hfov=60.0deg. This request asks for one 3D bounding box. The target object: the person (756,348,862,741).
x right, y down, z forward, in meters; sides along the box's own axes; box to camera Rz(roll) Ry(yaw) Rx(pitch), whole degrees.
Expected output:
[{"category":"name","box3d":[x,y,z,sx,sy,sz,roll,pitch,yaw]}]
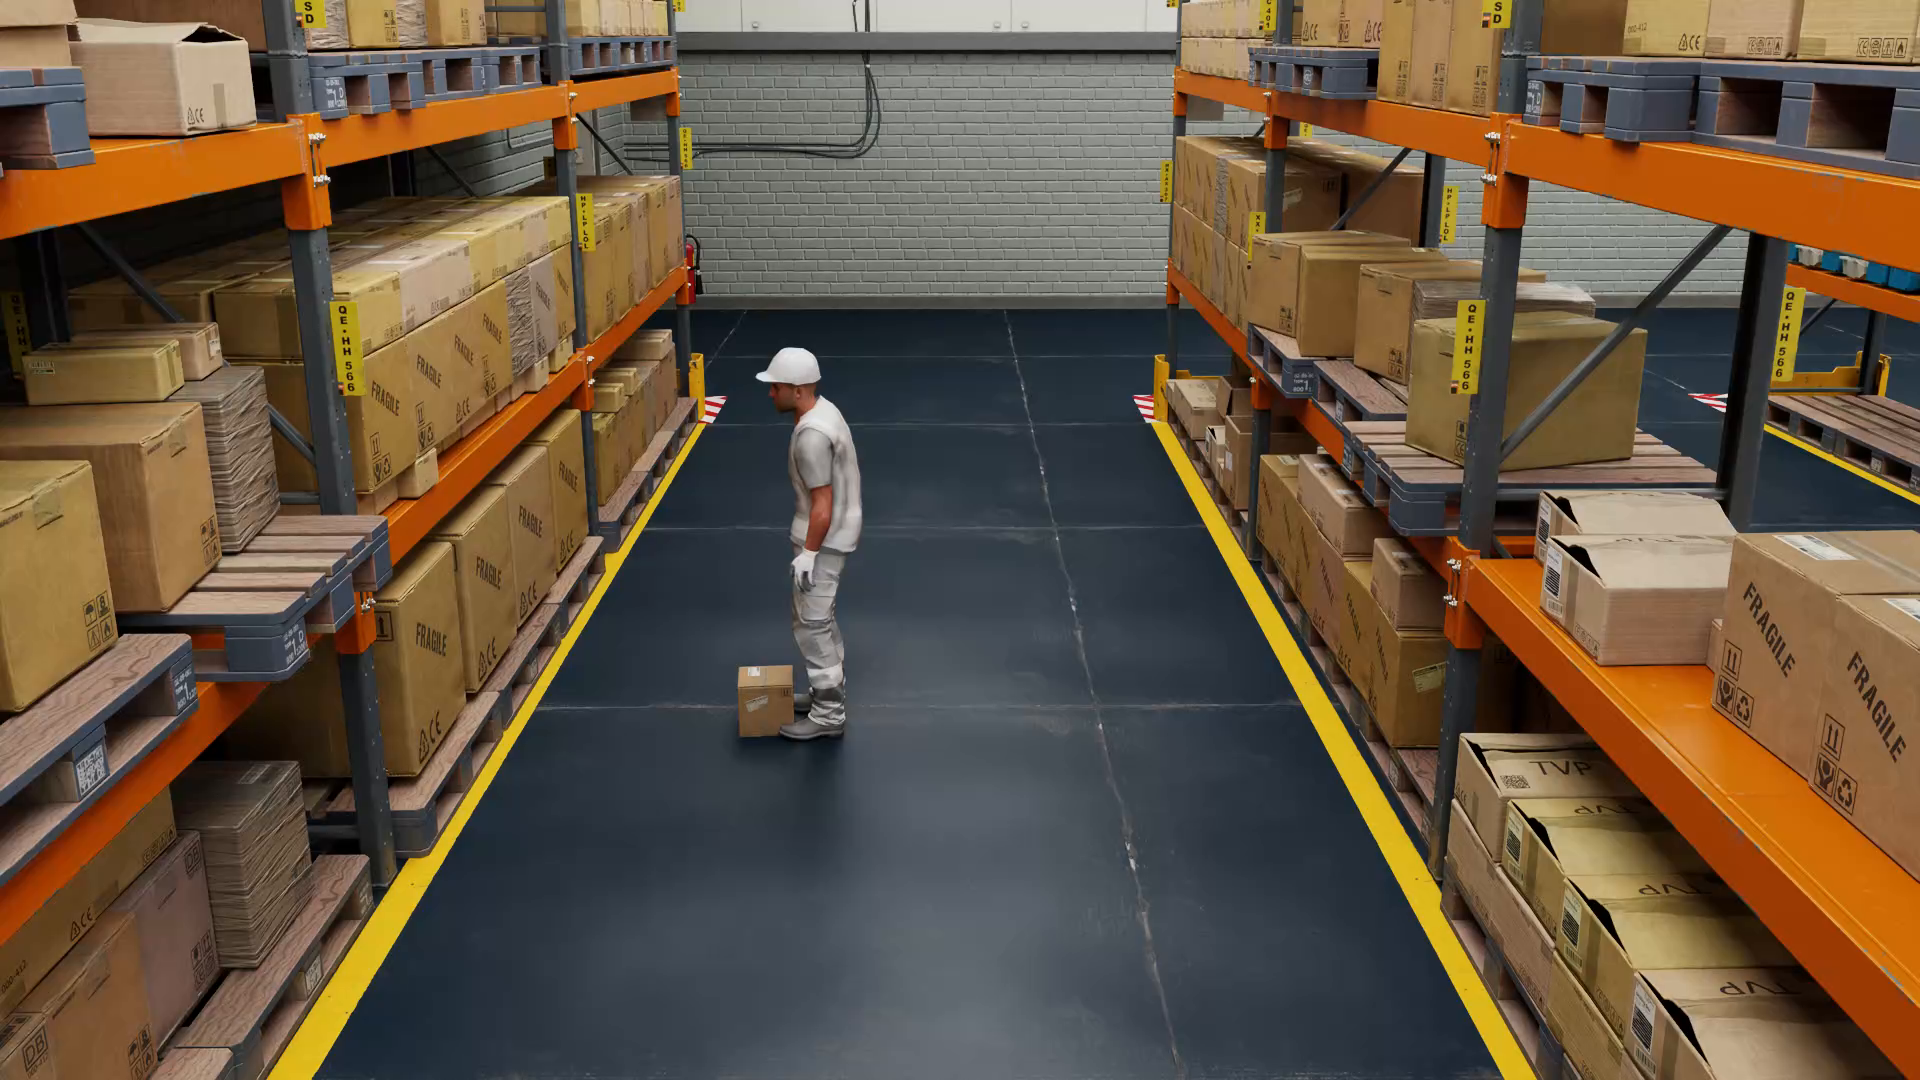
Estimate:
[{"category":"person","box3d":[-0.663,0.012,7.481,0.451,1.778,0.603,0,17,-1]}]
